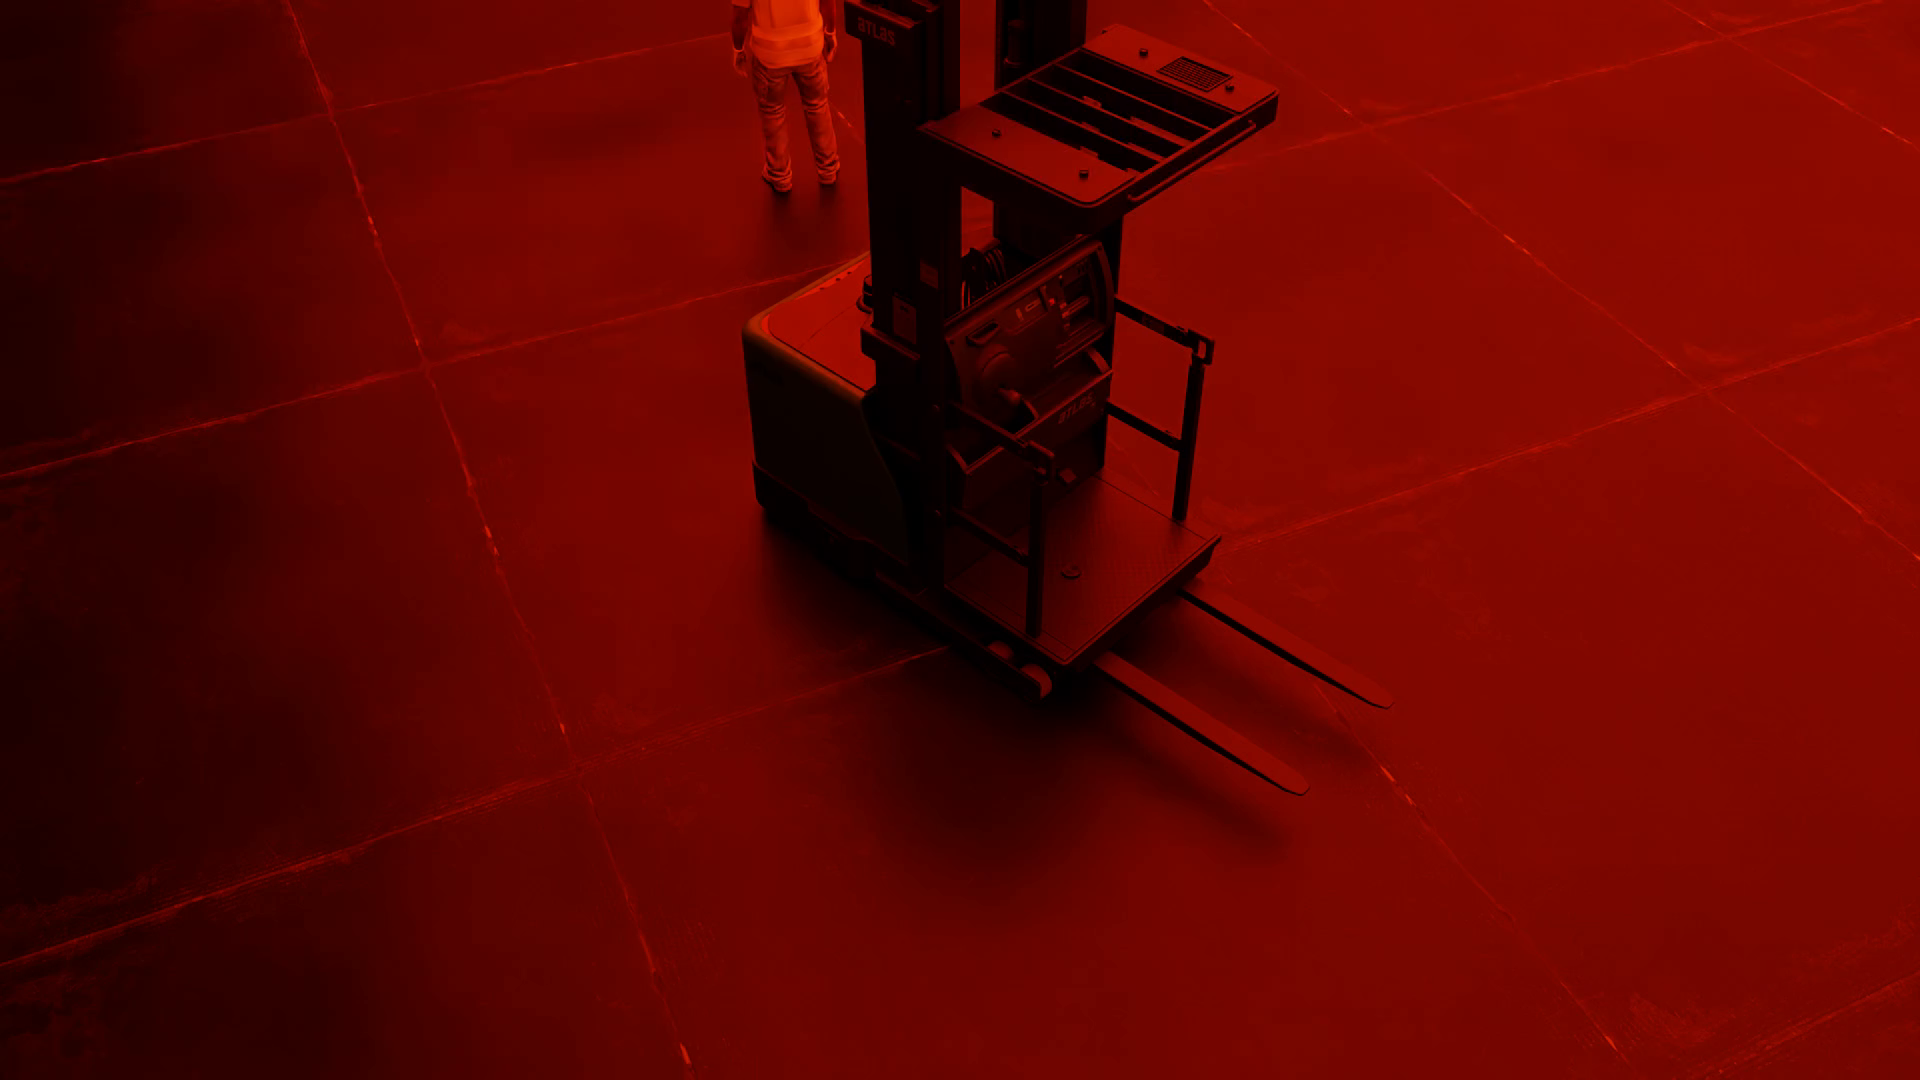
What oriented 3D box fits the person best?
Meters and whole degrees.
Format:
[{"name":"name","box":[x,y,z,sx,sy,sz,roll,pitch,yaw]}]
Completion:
[{"name":"person","box":[-1.007,-2.851,9.585,0.628,1.774,0.448,-13,45,-14]}]

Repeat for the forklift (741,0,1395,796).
[{"name":"forklift","box":[0.445,-0.788,6.525,3.031,2.935,1.130,32,52,30]}]
